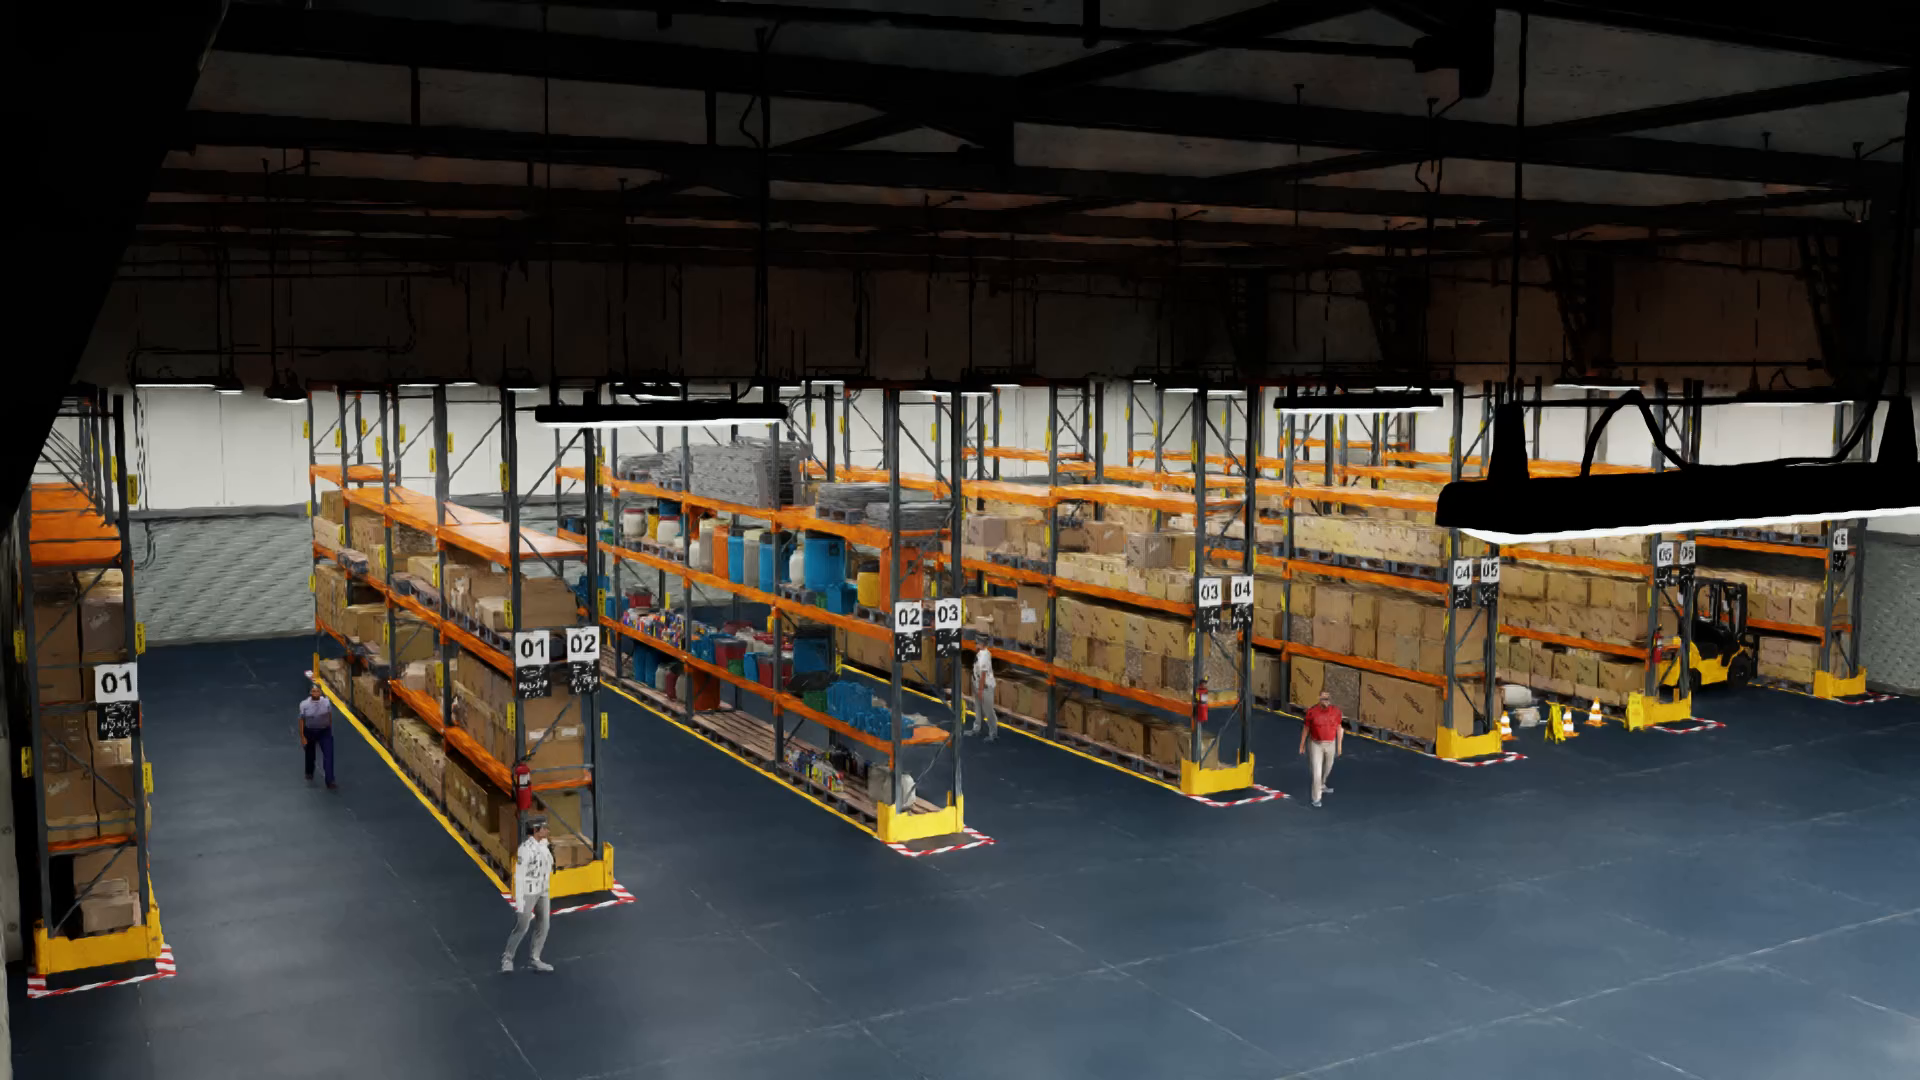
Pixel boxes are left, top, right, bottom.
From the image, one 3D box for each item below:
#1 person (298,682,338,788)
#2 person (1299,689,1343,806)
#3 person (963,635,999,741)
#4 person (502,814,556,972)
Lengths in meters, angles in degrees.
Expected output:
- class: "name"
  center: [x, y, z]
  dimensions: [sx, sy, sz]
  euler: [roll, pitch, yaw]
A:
- class: "person"
  center: [-9.642, 2.896, 24.896]
  dimensions: [0.479, 1.564, 1.090]
  euler: [-3, 7, -27]
- class: "person"
  center: [5.222, 2.951, 24.022]
  dimensions: [0.584, 1.661, 0.974]
  euler: [-1, 6, -8]
- class: "person"
  center: [0.347, 2.470, 28.023]
  dimensions: [0.594, 1.746, 0.668]
  euler: [0, 6, -4]
- class: "person"
  center: [-4.521, 3.674, 17.348]
  dimensions: [0.536, 1.652, 0.521]
  euler: [3, 7, 24]
